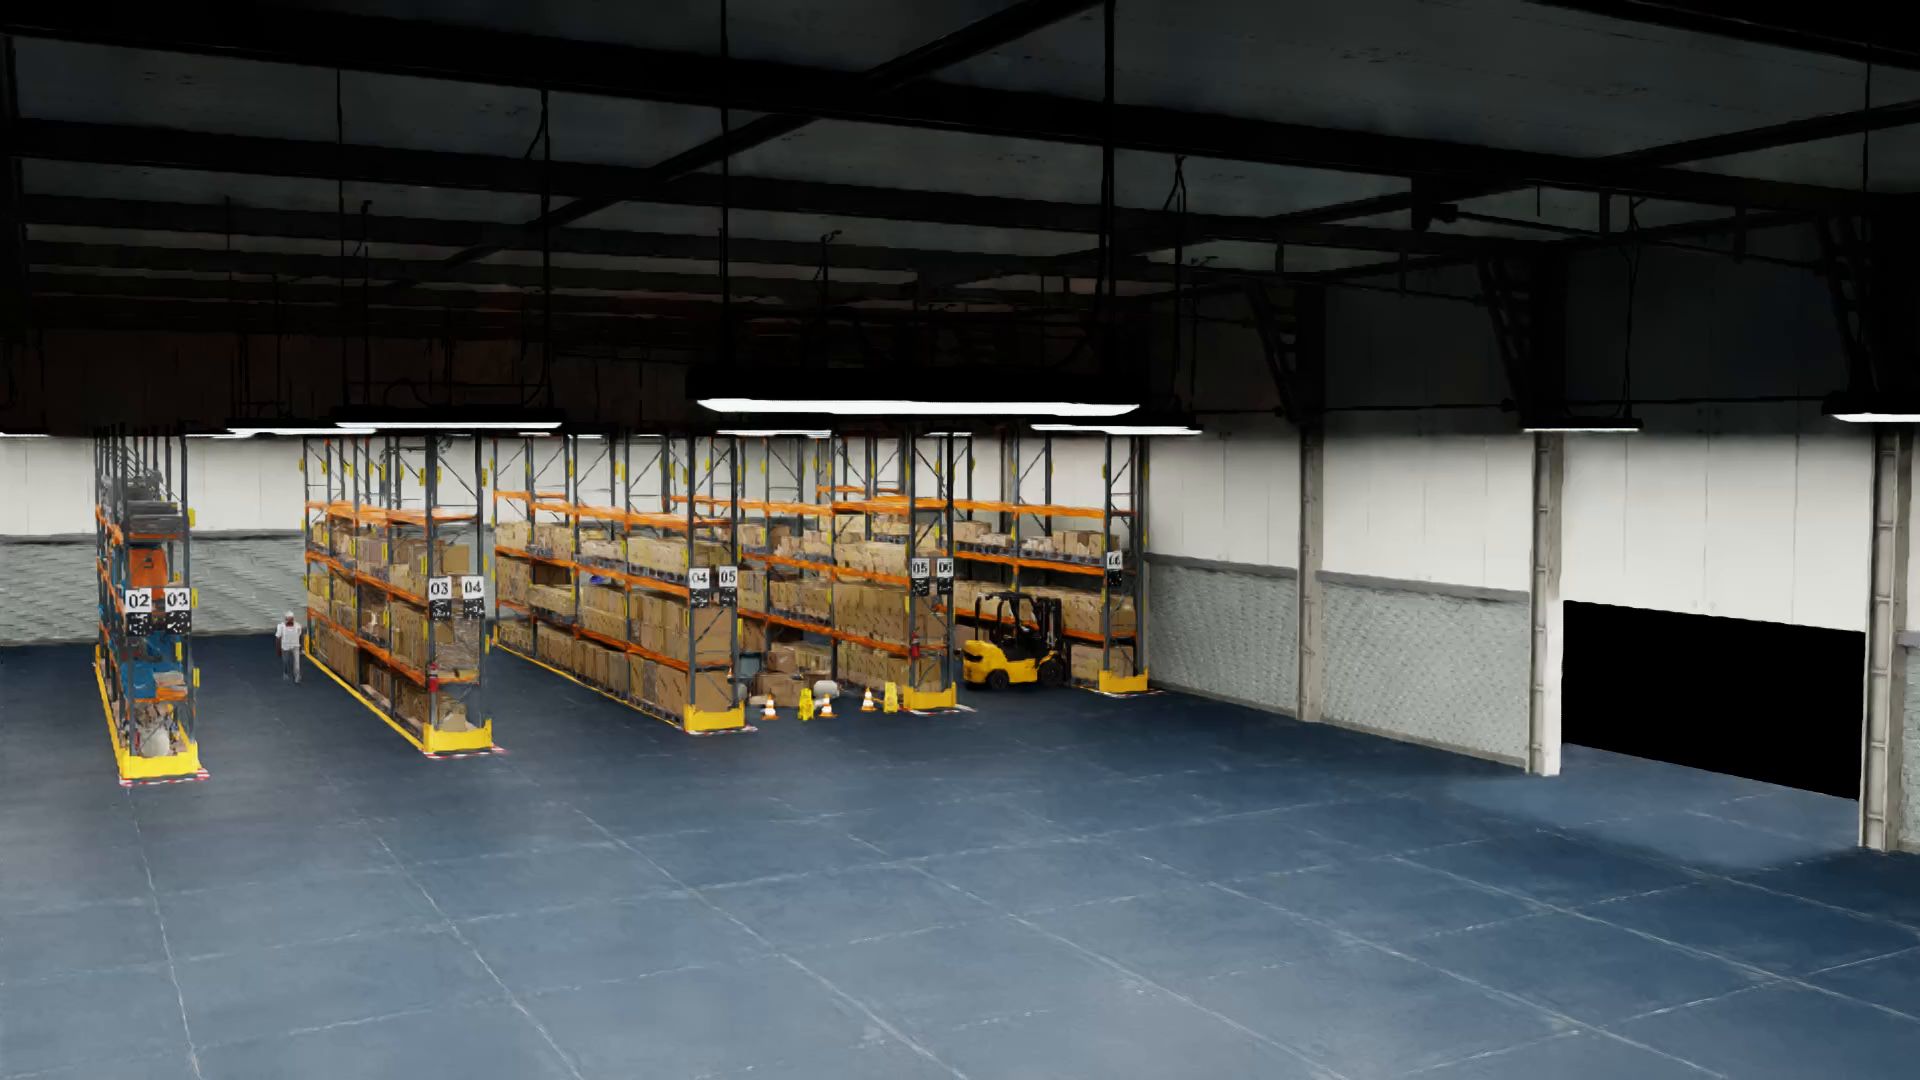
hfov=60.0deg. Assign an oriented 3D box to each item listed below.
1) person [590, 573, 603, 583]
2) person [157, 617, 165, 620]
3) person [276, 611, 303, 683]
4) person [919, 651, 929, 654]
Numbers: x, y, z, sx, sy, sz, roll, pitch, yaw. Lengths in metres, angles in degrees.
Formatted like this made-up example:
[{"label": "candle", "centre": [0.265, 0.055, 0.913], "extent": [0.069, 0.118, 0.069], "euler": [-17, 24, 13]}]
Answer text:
[{"label": "person", "centre": [-11.501, 1.702, 52.952], "extent": [0.520, 1.644, 0.517], "euler": [0, 3, 8]}, {"label": "person", "centre": [-19.690, 2.367, 41.191], "extent": [0.569, 1.709, 1.034], "euler": [-3, 4, -38]}, {"label": "person", "centre": [-15.752, 2.501, 39.075], "extent": [0.577, 1.691, 1.121], "euler": [-2, 4, -26]}, {"label": "person", "centre": [-0.918, 2.427, 39.378], "extent": [0.642, 1.791, 0.508], "euler": [2, 4, 33]}]
